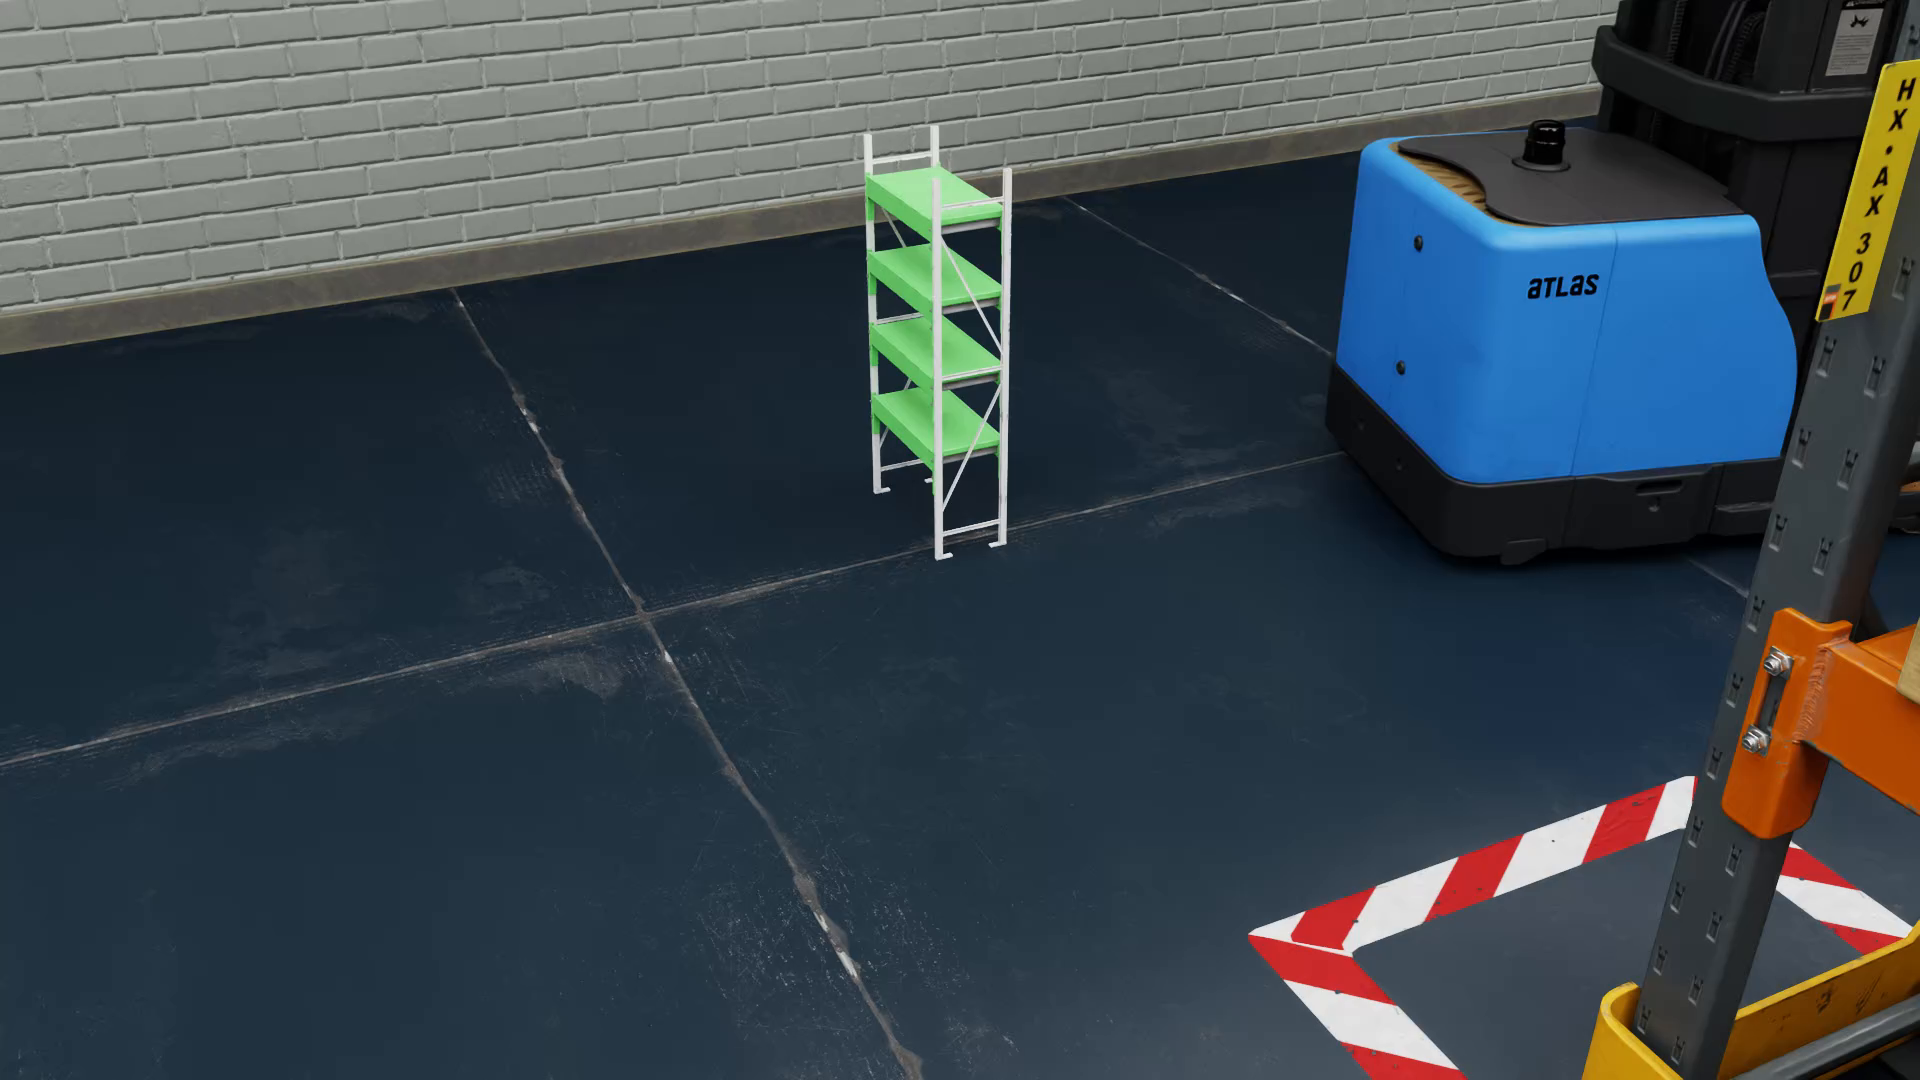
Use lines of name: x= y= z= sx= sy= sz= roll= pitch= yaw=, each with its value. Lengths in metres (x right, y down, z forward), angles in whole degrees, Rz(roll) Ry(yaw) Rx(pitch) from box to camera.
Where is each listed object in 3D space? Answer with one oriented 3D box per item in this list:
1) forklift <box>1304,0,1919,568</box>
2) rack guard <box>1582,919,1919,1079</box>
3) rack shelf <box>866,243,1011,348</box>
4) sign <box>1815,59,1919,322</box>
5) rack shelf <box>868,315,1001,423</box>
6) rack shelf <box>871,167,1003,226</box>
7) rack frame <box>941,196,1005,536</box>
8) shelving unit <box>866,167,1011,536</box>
forklift: x=2.771 y=-1.540 z=5.000 sx=3.031 sy=2.935 sz=1.130 roll=-5 pitch=30 yaw=-10
rack guard: x=1.663 y=0.956 z=3.033 sx=1.175 sy=0.500 sz=0.348 roll=-13 pitch=32 yaw=-22
rack shelf: x=-0.071 y=-0.750 z=5.001 sx=0.258 sy=0.148 sz=0.480 roll=-13 pitch=32 yaw=-22
sign: x=1.140 y=-0.431 z=2.067 sx=0.100 sy=0.325 sz=0.005 roll=-13 pitch=32 yaw=-22
rack shelf: x=-0.071 y=-0.541 z=5.118 sx=0.258 sy=0.148 sz=0.480 roll=-13 pitch=32 yaw=-22
rack shelf: x=-0.071 y=-1.006 z=4.857 sx=0.221 sy=0.021 sz=0.457 roll=-13 pitch=32 yaw=-22
rack frame: x=0.034 y=-0.489 z=4.895 sx=0.228 sy=1.046 sz=0.006 roll=-13 pitch=32 yaw=-22
shelving unit: x=-0.070 y=-0.595 z=5.084 sx=0.258 sy=1.046 sz=0.487 roll=-13 pitch=32 yaw=-22
